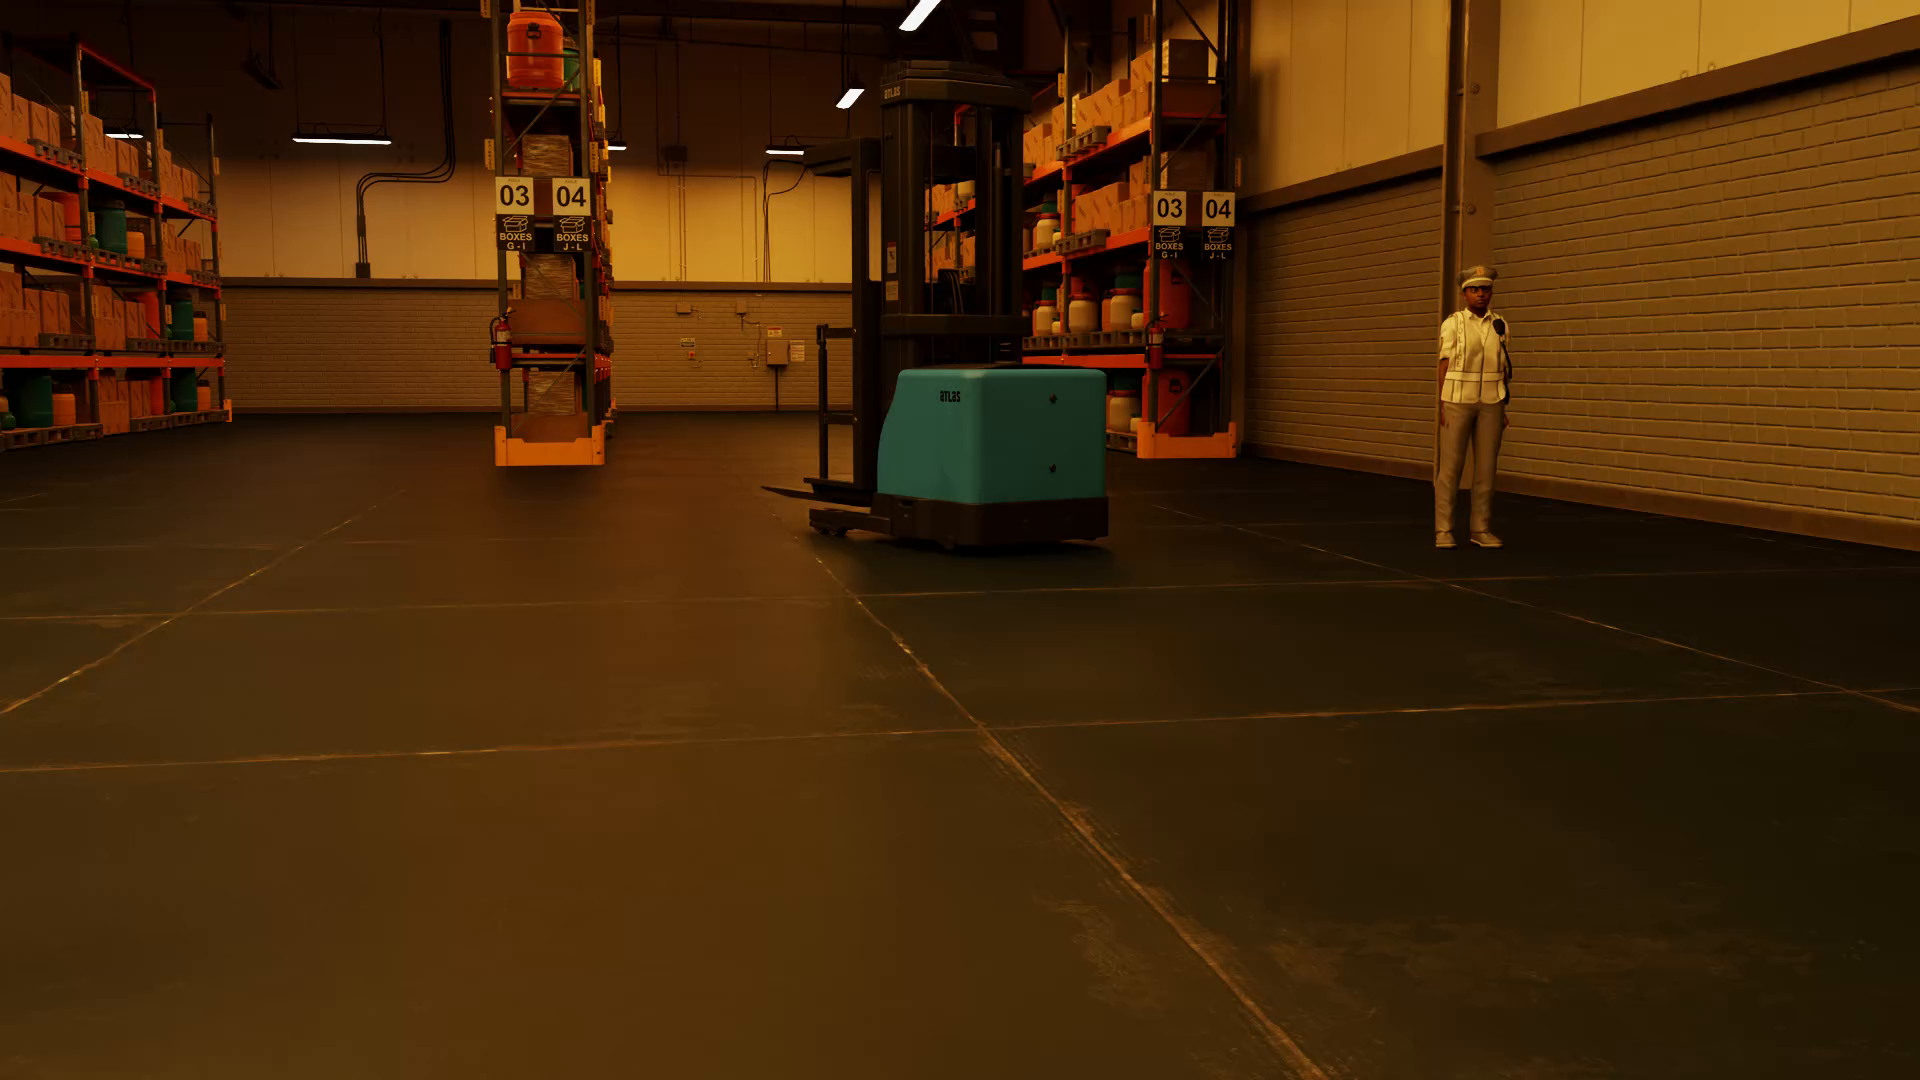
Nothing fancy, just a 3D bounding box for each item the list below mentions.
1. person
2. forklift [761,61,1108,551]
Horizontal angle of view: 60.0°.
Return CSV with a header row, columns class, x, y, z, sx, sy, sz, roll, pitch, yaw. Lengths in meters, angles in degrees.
class,x,y,z,sx,sy,sz,roll,pitch,yaw
person,3.098,-0.801,10.051,0.453,1.694,0.352,0,6,-3
forklift,-0.335,-1.511,10.853,1.130,2.935,3.031,-4,7,-33
